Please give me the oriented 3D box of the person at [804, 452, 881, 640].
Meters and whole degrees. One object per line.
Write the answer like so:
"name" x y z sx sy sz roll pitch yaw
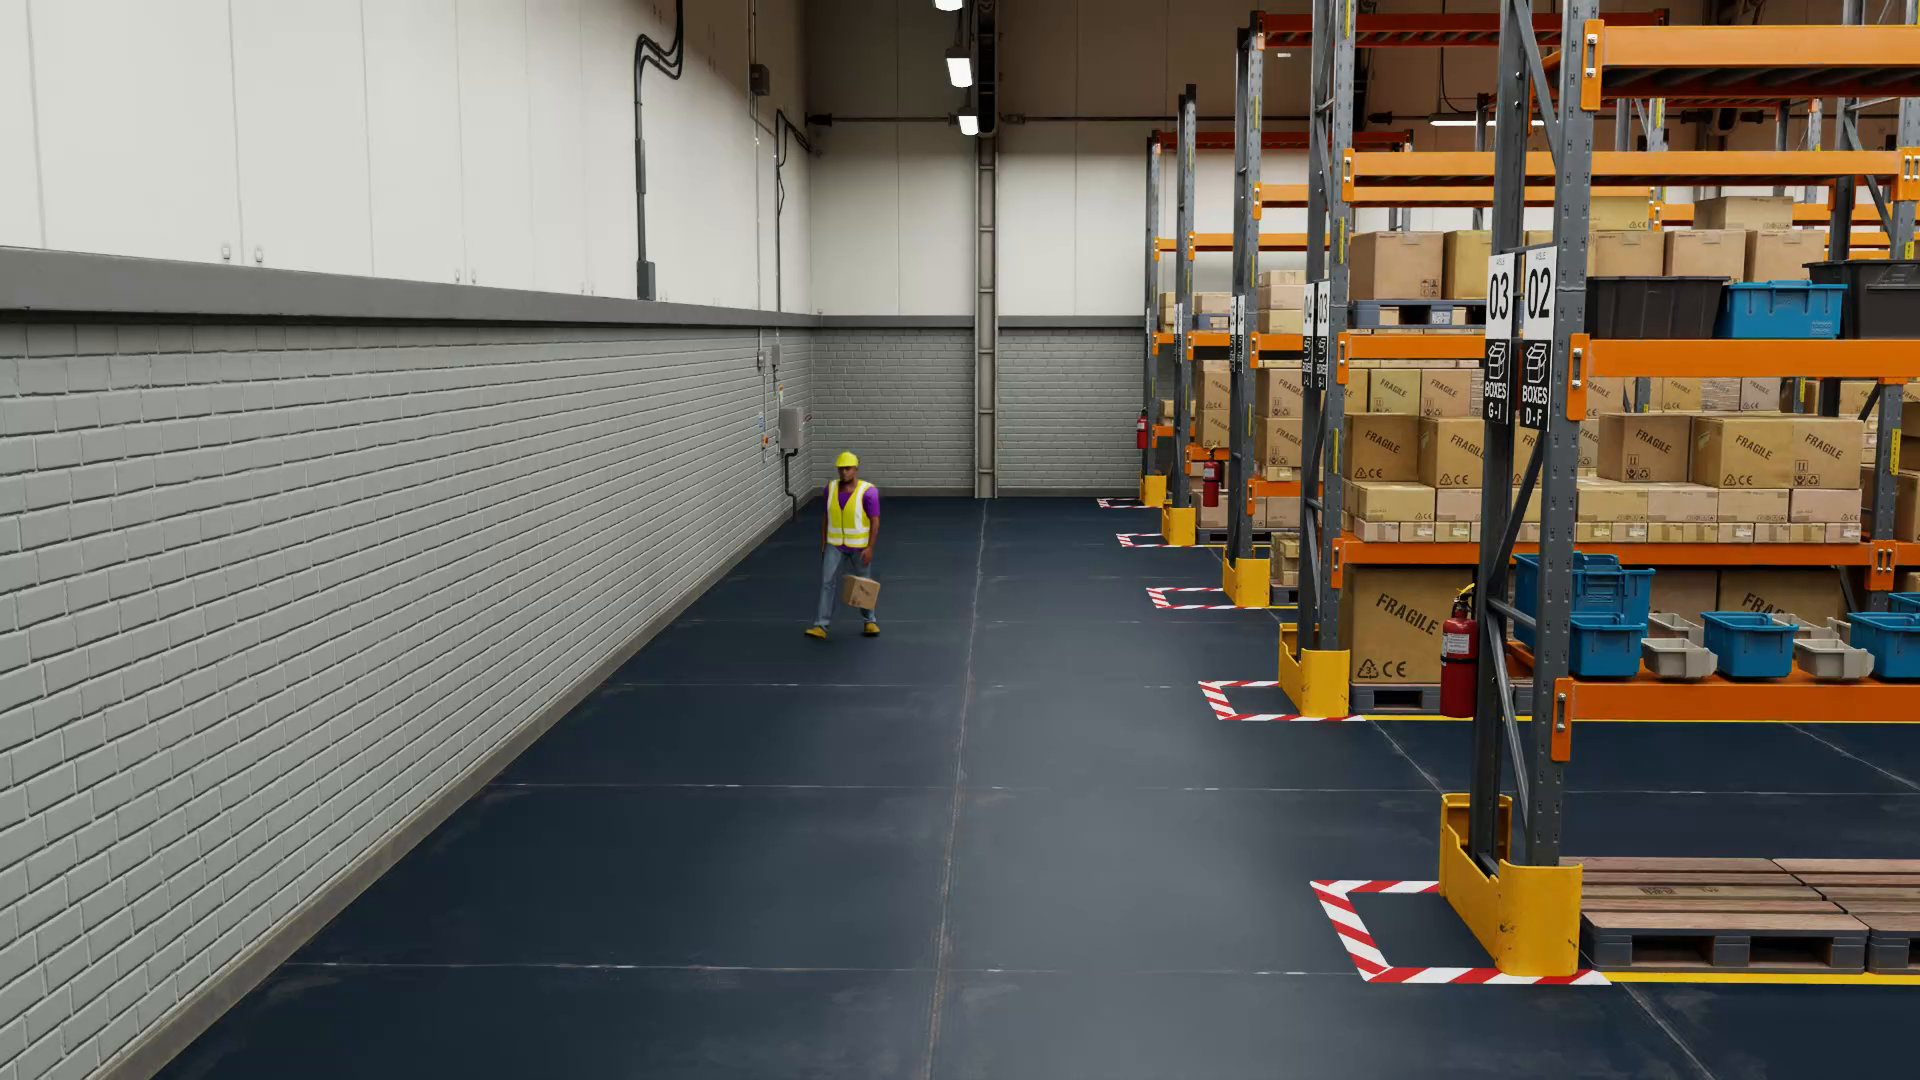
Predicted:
"person" -1.034 0.050 15.289 0.602 1.725 0.901 2 7 16
